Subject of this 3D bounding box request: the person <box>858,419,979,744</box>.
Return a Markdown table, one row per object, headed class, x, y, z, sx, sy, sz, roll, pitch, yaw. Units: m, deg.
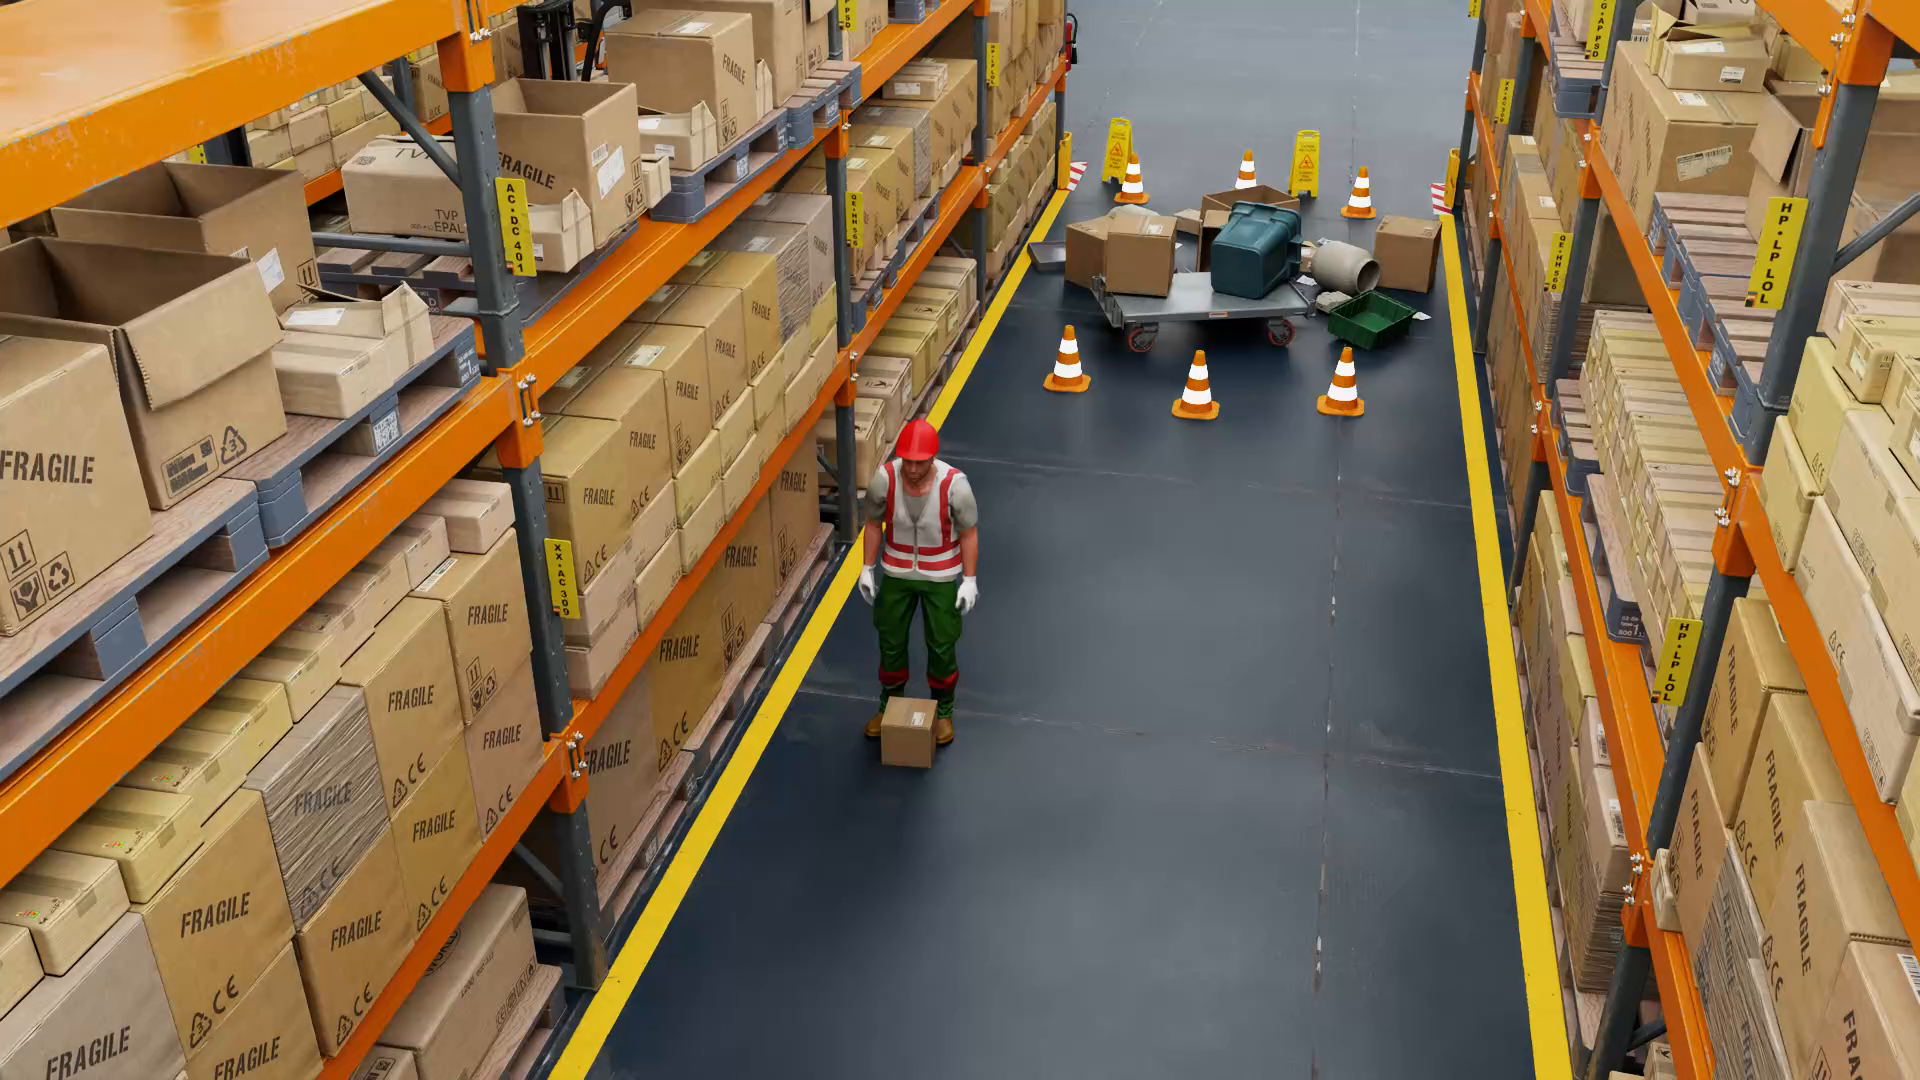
| class | x | y | z | sx | sy | sz | roll | pitch | yaw |
| --- | --- | --- | --- | --- | --- | --- | --- | --- | --- |
| person | -0.206 | 0.198 | 8.243 | 0.609 | 1.779 | 0.454 | 6 | 29 | 10 |
